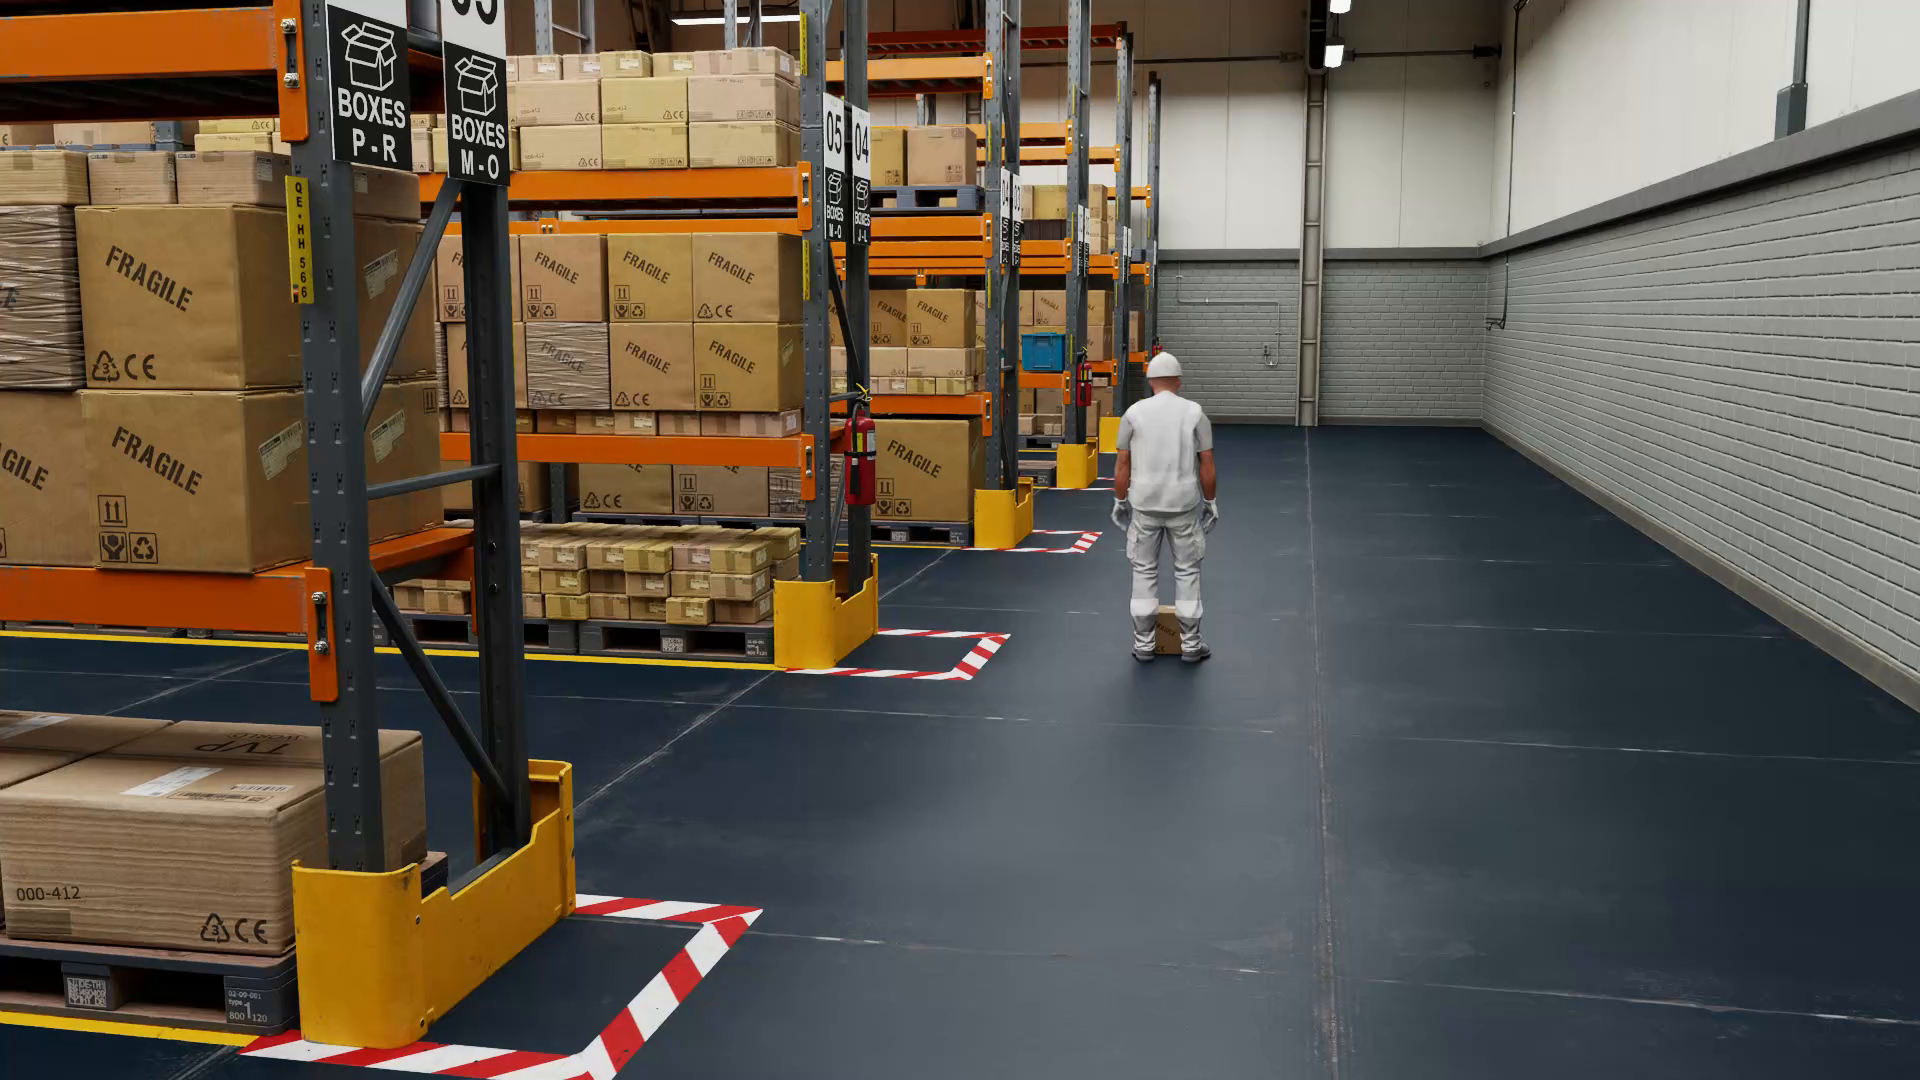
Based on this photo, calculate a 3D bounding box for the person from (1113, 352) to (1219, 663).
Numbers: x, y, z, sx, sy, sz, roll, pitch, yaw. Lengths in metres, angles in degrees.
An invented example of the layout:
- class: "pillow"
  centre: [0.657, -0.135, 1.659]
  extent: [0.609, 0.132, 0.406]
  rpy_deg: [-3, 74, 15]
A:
- class: "person"
  centre: [1.191, -0.190, 9.632]
  extent: [0.609, 1.779, 0.454]
  rpy_deg: [2, 8, 11]
